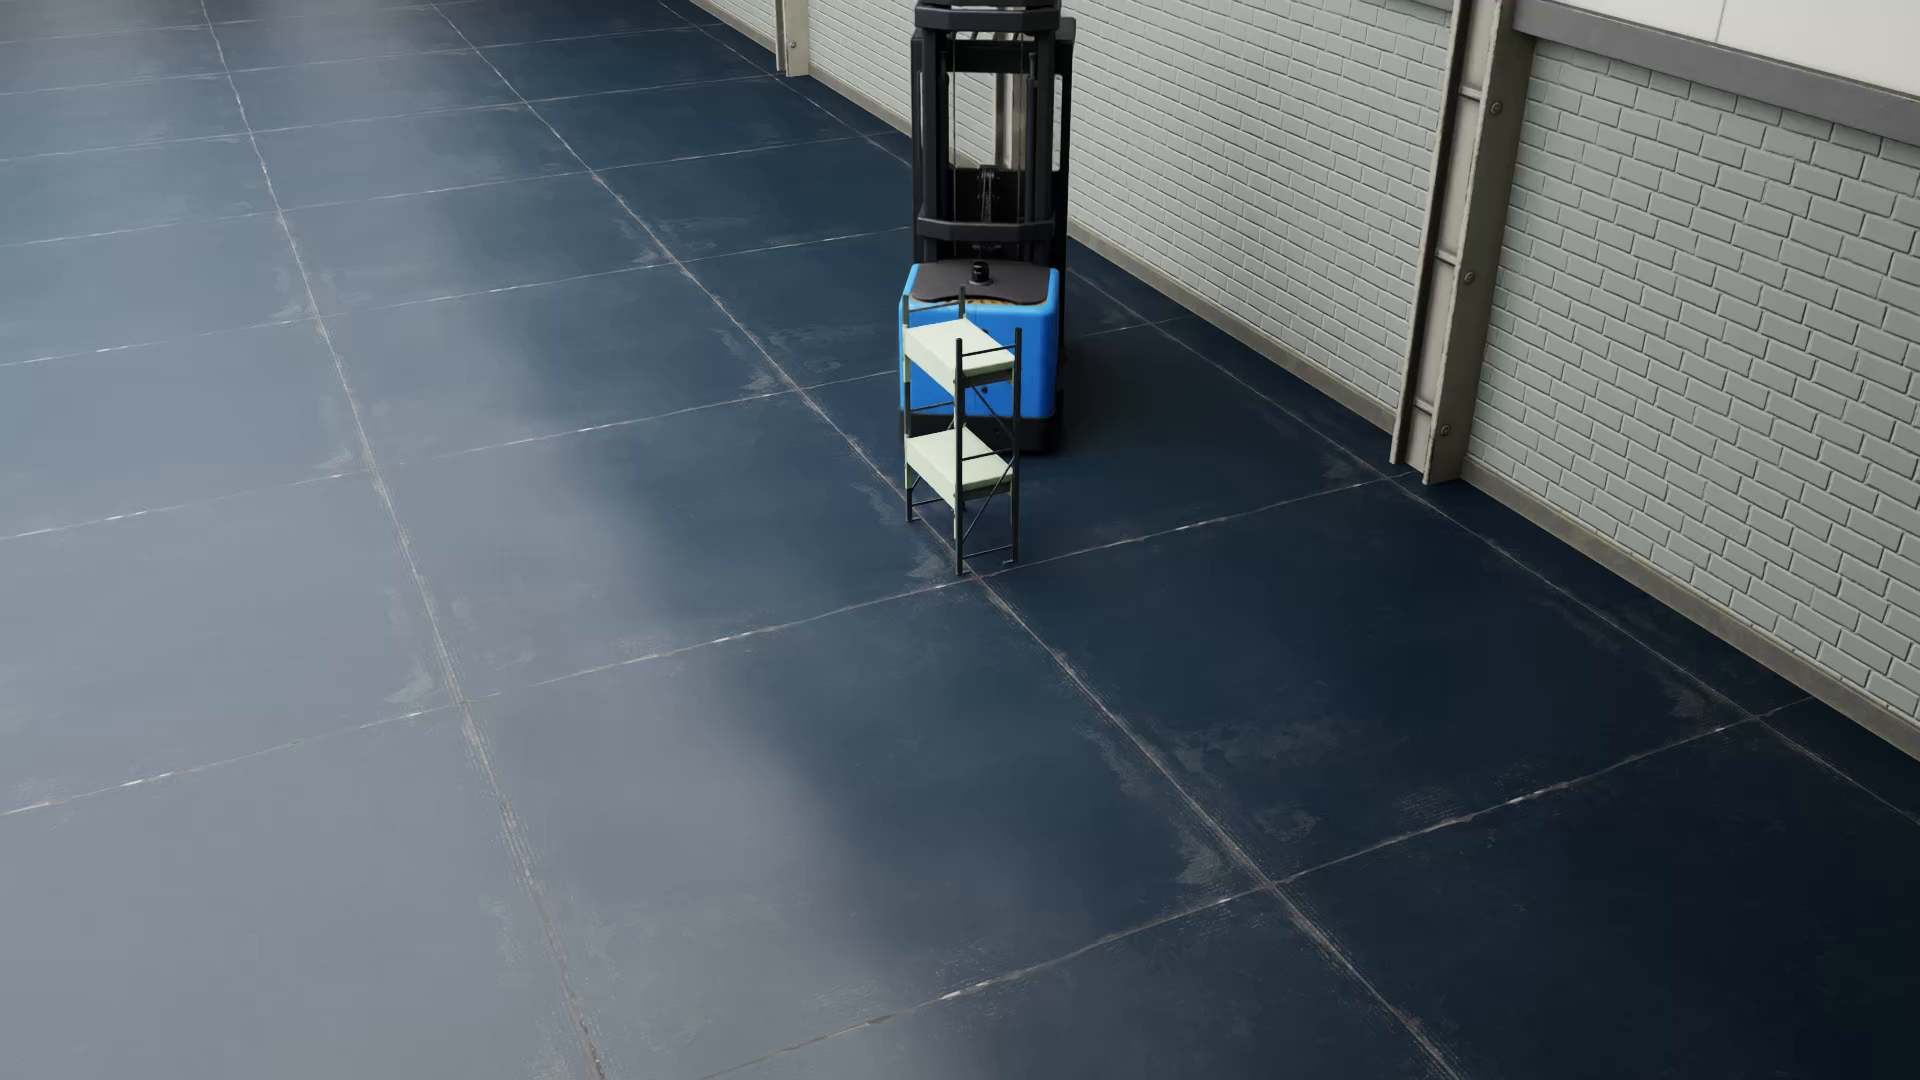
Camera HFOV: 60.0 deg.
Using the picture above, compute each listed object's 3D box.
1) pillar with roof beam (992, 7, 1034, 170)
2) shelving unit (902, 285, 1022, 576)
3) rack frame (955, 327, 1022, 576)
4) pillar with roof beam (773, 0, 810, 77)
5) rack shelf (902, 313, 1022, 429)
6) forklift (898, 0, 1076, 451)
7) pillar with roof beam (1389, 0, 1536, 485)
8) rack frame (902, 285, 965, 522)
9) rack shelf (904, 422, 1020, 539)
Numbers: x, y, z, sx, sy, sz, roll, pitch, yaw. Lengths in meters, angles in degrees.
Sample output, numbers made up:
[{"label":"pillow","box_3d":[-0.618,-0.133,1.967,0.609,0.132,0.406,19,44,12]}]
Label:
[{"label":"pillar with roof beam","box_3d":[-3.360,-6.148,11.985,9.100,9.000,0.400,-13,32,-22]},{"label":"shelving unit","box_3d":[0.003,-0.651,9.851,0.431,1.500,0.755,-13,32,-22]},{"label":"rack frame","box_3d":[0.160,-0.490,9.562,0.400,1.500,0.023,-13,32,-22]},{"label":"pillar with roof beam","box_3d":[-5.936,-8.798,16.712,9.100,9.000,0.400,-13,32,-22]},{"label":"rack shelf","box_3d":[0.003,-0.992,9.660,0.431,0.370,0.720,-13,32,-22]},{"label":"forklift","box_3d":[0.234,-2.568,11.806,1.130,2.935,3.031,2,29,4]},{"label":"pillar with roof beam","box_3d":[-0.785,-3.497,7.259,9.100,9.000,0.400,-13,32,-22]},{"label":"rack frame","box_3d":[-0.154,-0.813,10.139,0.400,1.500,0.023,-13,32,-22]},{"label":"rack shelf","box_3d":[0.003,-0.367,10.010,0.431,0.370,0.720,-13,32,-22]}]
